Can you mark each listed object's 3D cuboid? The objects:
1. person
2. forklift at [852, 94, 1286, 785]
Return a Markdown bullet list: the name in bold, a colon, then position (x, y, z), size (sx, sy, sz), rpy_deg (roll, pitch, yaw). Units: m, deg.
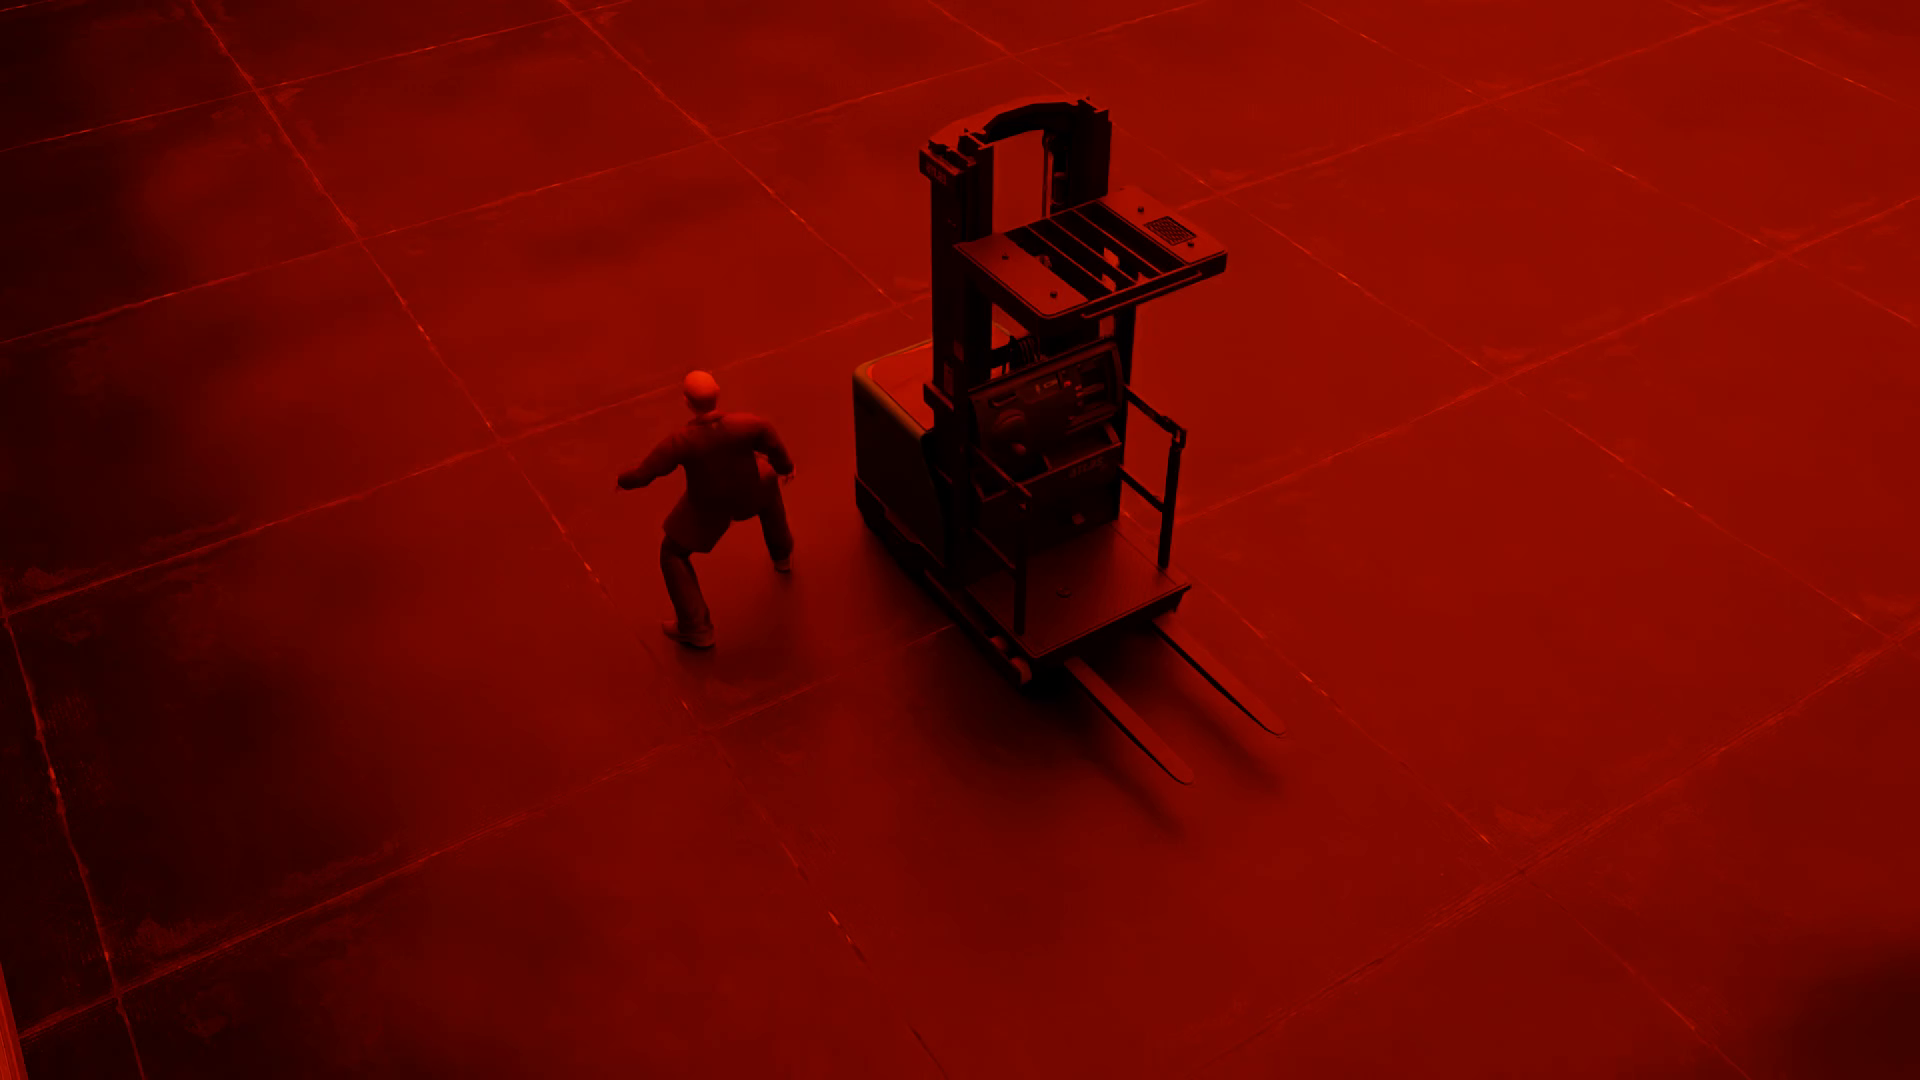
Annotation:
- **person**: position (-1.374, -0.258, 9.191), size (1.003, 1.640, 0.786), rpy_deg (-13, 43, -15)
- **forklift**: position (0.586, -0.658, 8.624), size (1.130, 2.935, 3.031), rpy_deg (-23, 46, -24)
